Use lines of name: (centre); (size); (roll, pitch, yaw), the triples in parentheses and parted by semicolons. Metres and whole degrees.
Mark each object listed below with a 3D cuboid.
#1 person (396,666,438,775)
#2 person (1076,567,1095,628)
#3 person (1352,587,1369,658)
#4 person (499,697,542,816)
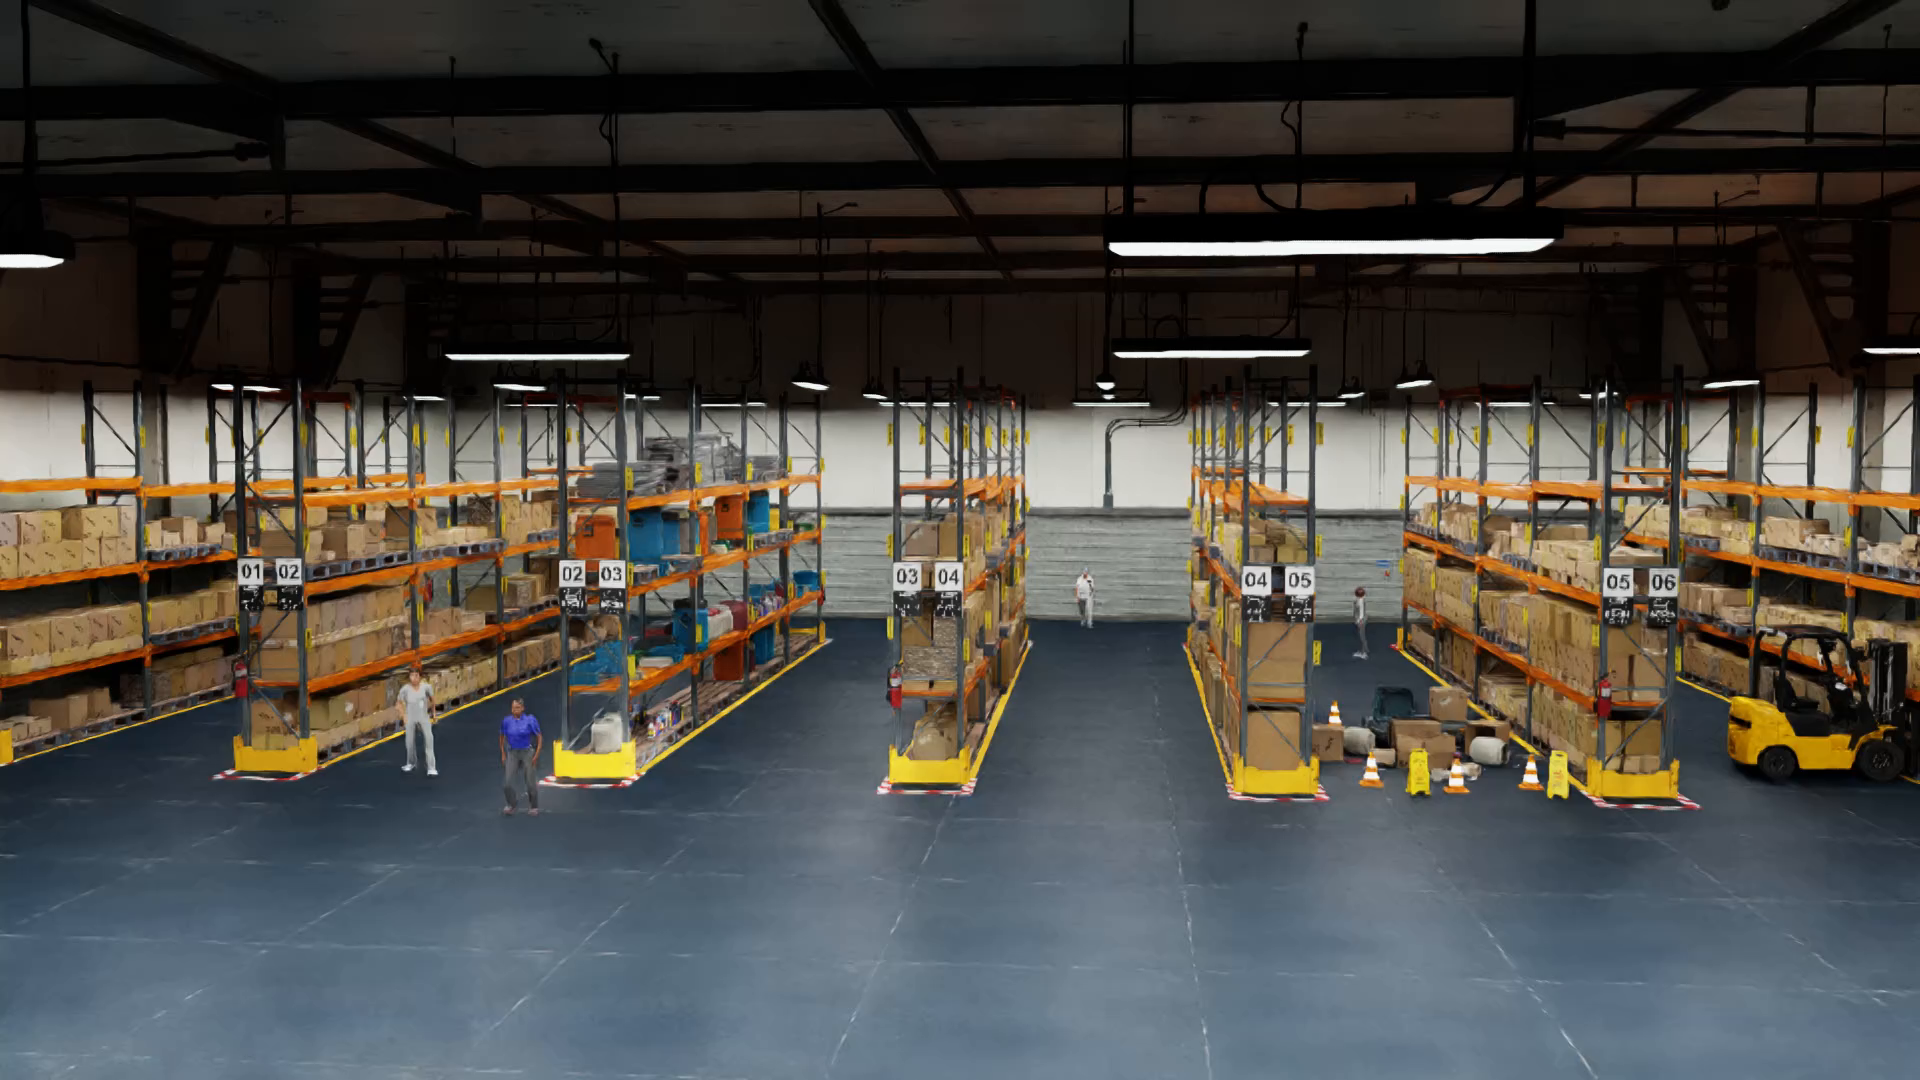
person: (-8.029, 2.656, 24.670); (0.599, 1.602, 0.817); (-1, 4, -12)
person: (3.284, 1.487, 43.652); (0.497, 1.583, 1.090); (0, 4, 7)
person: (9.079, 1.855, 37.665); (0.360, 1.596, 0.530); (1, 4, 10)
person: (-5.792, 2.845, 21.928); (0.592, 1.604, 0.513); (0, 4, 3)
